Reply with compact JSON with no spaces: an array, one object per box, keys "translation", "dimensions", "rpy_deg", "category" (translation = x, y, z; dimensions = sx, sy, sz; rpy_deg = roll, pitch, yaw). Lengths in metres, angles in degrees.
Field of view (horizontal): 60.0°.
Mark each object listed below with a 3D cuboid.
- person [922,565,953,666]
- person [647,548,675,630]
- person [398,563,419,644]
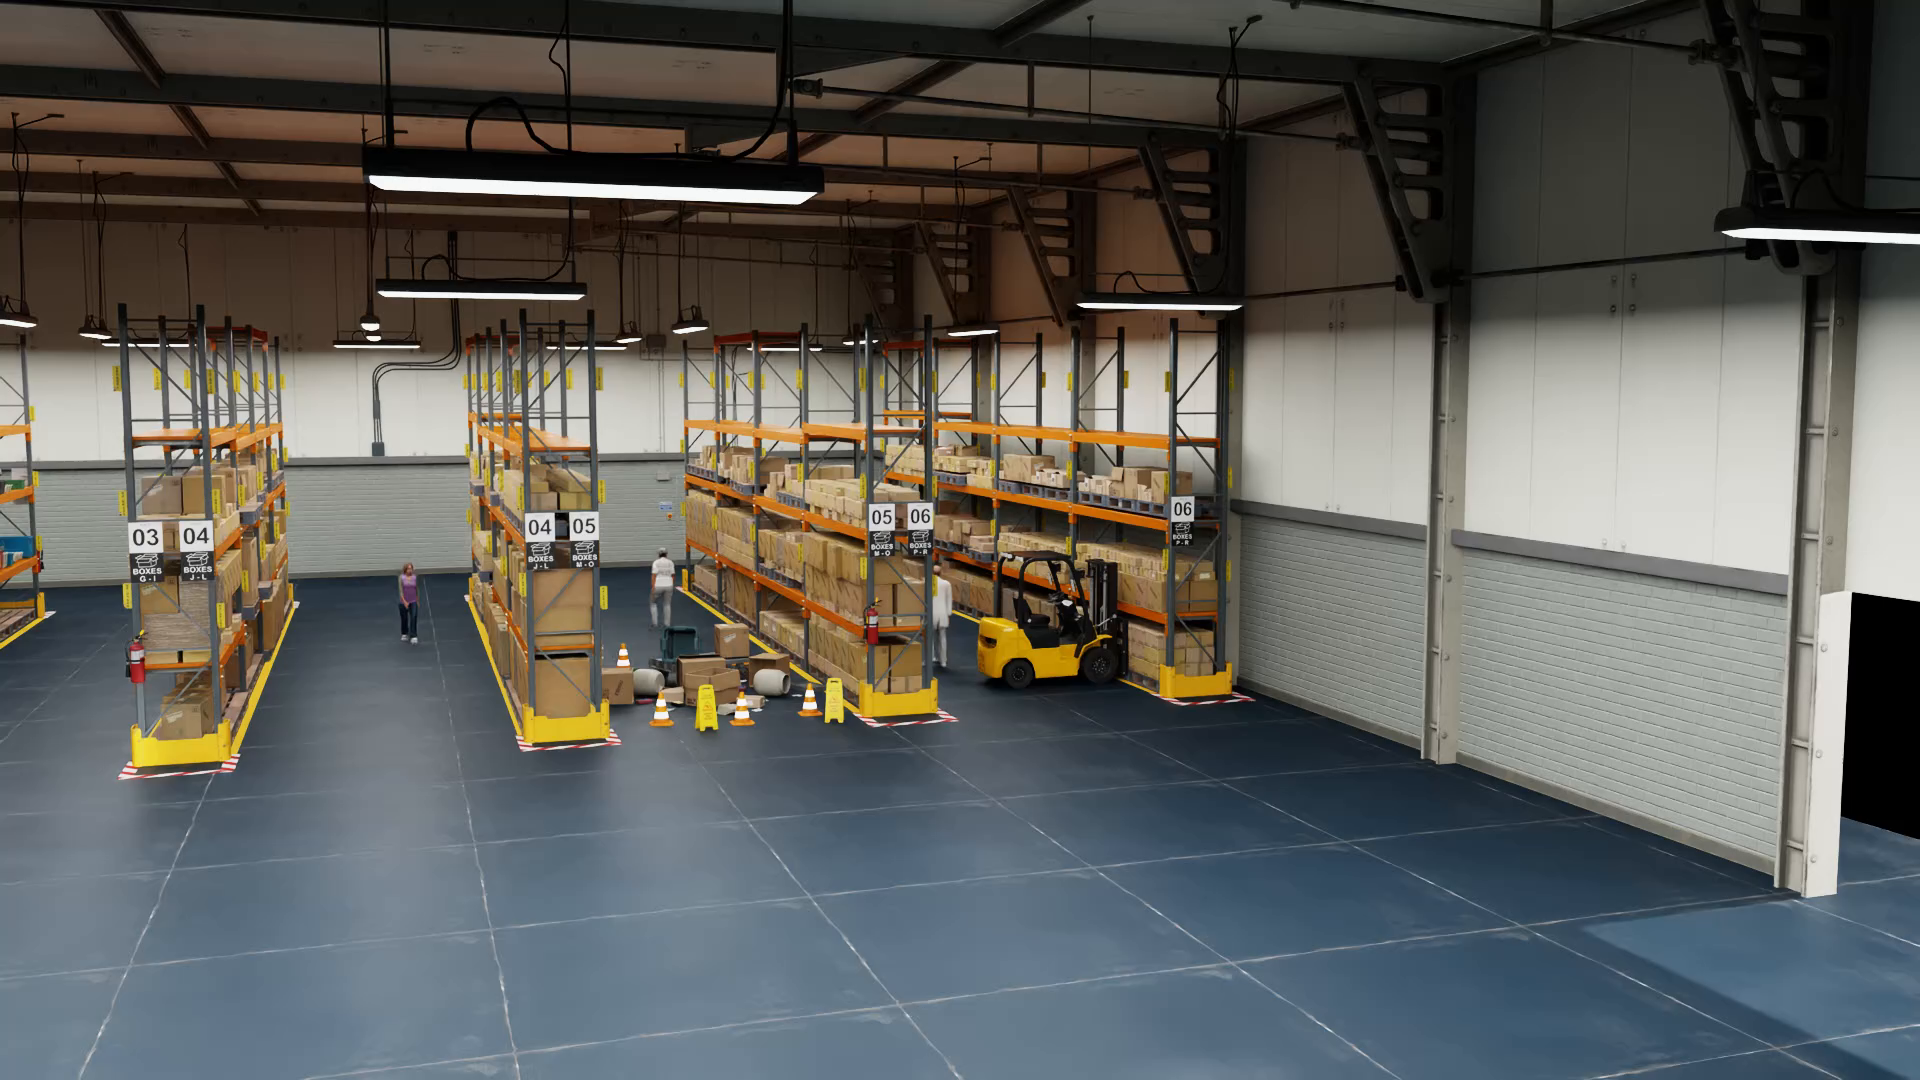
[{"translation":[-0.402,1.368,29.305],"dimensions":[0.624,1.833,0.608],"rpy_deg":[-2,6,-24],"category":"person"},{"translation":[-6.031,1.009,33.662],"dimensions":[0.558,1.709,0.429],"rpy_deg":[-3,6,-28],"category":"person"},{"translation":[-10.568,1.196,31.927],"dimensions":[0.408,1.533,0.944],"rpy_deg":[-3,6,-30],"category":"person"}]
